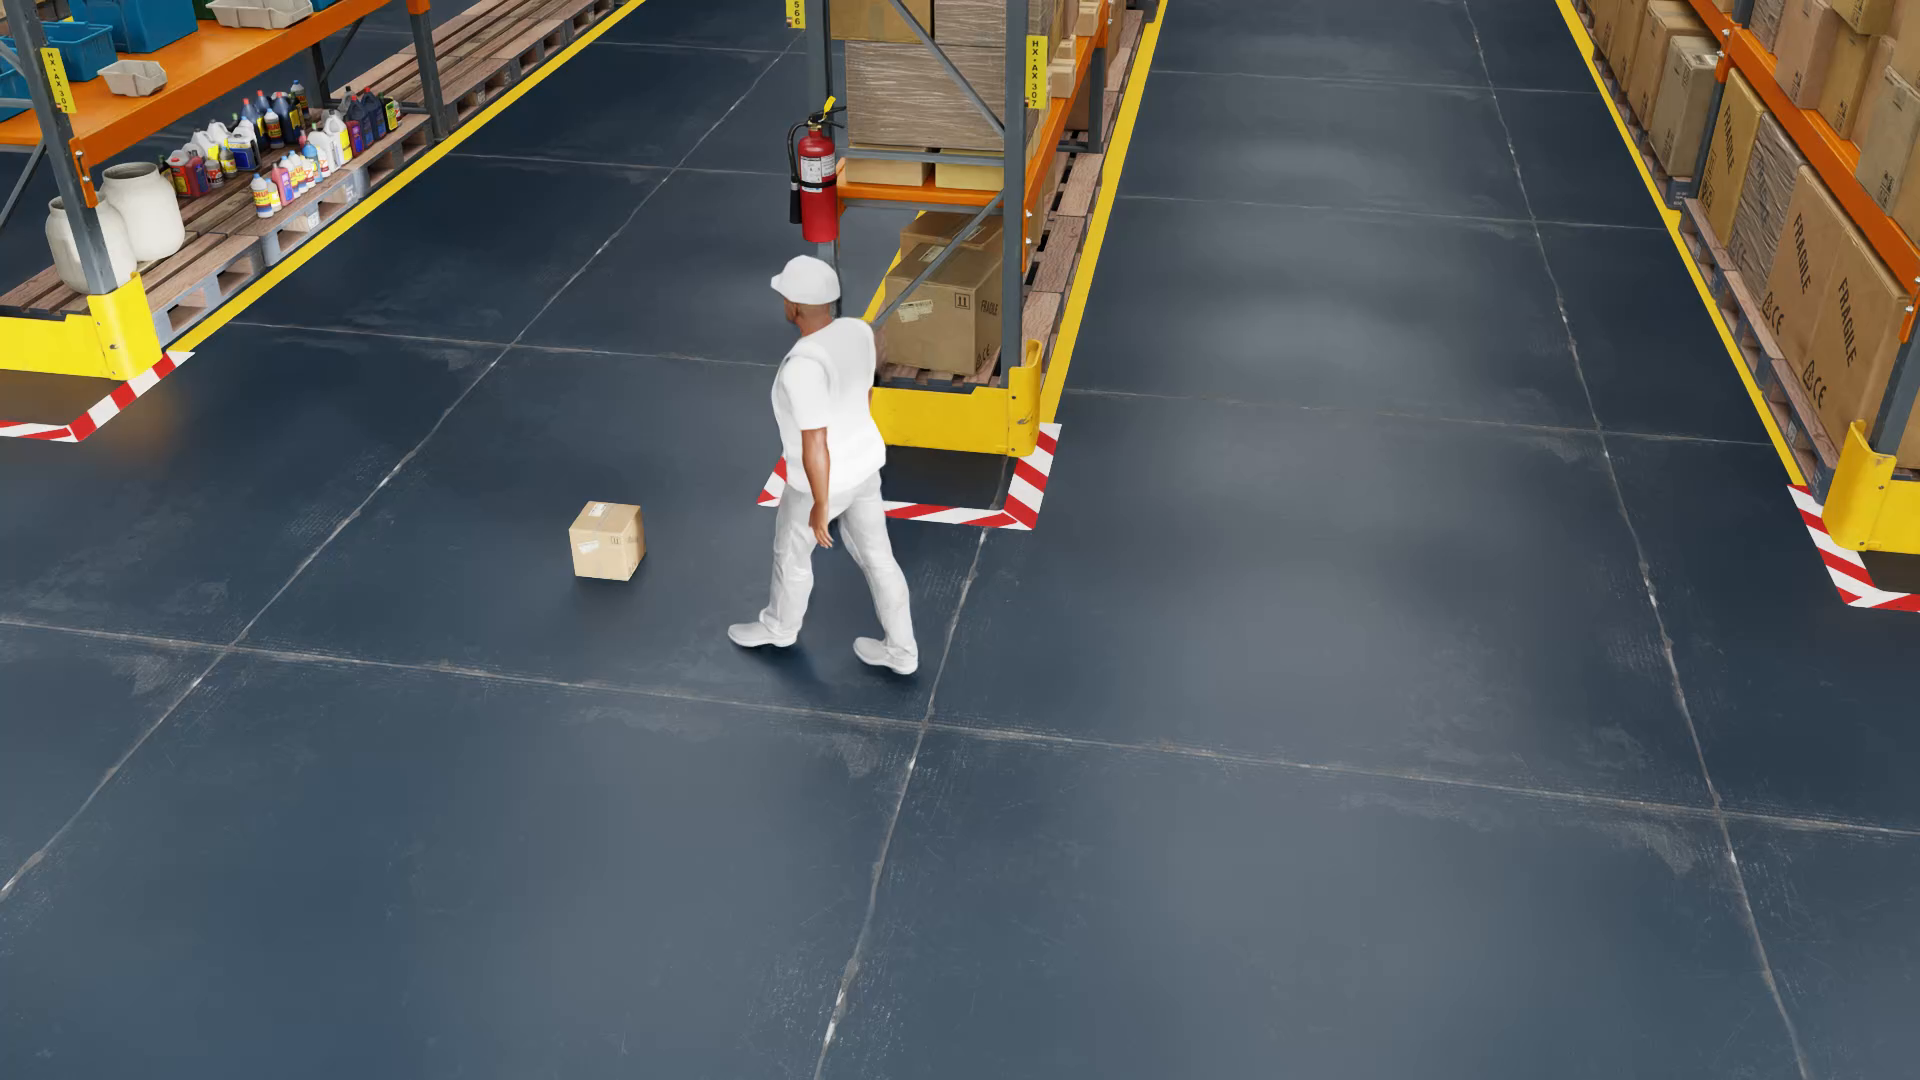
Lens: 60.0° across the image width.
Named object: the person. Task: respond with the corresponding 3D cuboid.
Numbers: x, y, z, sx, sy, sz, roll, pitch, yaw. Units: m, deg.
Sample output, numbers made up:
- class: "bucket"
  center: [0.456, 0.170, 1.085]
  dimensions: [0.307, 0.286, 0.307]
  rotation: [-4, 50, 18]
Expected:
- class: "person"
  center: [-0.585, -0.316, 6.591]
  dimensions: [0.964, 1.706, 0.598]
  rotation: [20, 37, 29]
